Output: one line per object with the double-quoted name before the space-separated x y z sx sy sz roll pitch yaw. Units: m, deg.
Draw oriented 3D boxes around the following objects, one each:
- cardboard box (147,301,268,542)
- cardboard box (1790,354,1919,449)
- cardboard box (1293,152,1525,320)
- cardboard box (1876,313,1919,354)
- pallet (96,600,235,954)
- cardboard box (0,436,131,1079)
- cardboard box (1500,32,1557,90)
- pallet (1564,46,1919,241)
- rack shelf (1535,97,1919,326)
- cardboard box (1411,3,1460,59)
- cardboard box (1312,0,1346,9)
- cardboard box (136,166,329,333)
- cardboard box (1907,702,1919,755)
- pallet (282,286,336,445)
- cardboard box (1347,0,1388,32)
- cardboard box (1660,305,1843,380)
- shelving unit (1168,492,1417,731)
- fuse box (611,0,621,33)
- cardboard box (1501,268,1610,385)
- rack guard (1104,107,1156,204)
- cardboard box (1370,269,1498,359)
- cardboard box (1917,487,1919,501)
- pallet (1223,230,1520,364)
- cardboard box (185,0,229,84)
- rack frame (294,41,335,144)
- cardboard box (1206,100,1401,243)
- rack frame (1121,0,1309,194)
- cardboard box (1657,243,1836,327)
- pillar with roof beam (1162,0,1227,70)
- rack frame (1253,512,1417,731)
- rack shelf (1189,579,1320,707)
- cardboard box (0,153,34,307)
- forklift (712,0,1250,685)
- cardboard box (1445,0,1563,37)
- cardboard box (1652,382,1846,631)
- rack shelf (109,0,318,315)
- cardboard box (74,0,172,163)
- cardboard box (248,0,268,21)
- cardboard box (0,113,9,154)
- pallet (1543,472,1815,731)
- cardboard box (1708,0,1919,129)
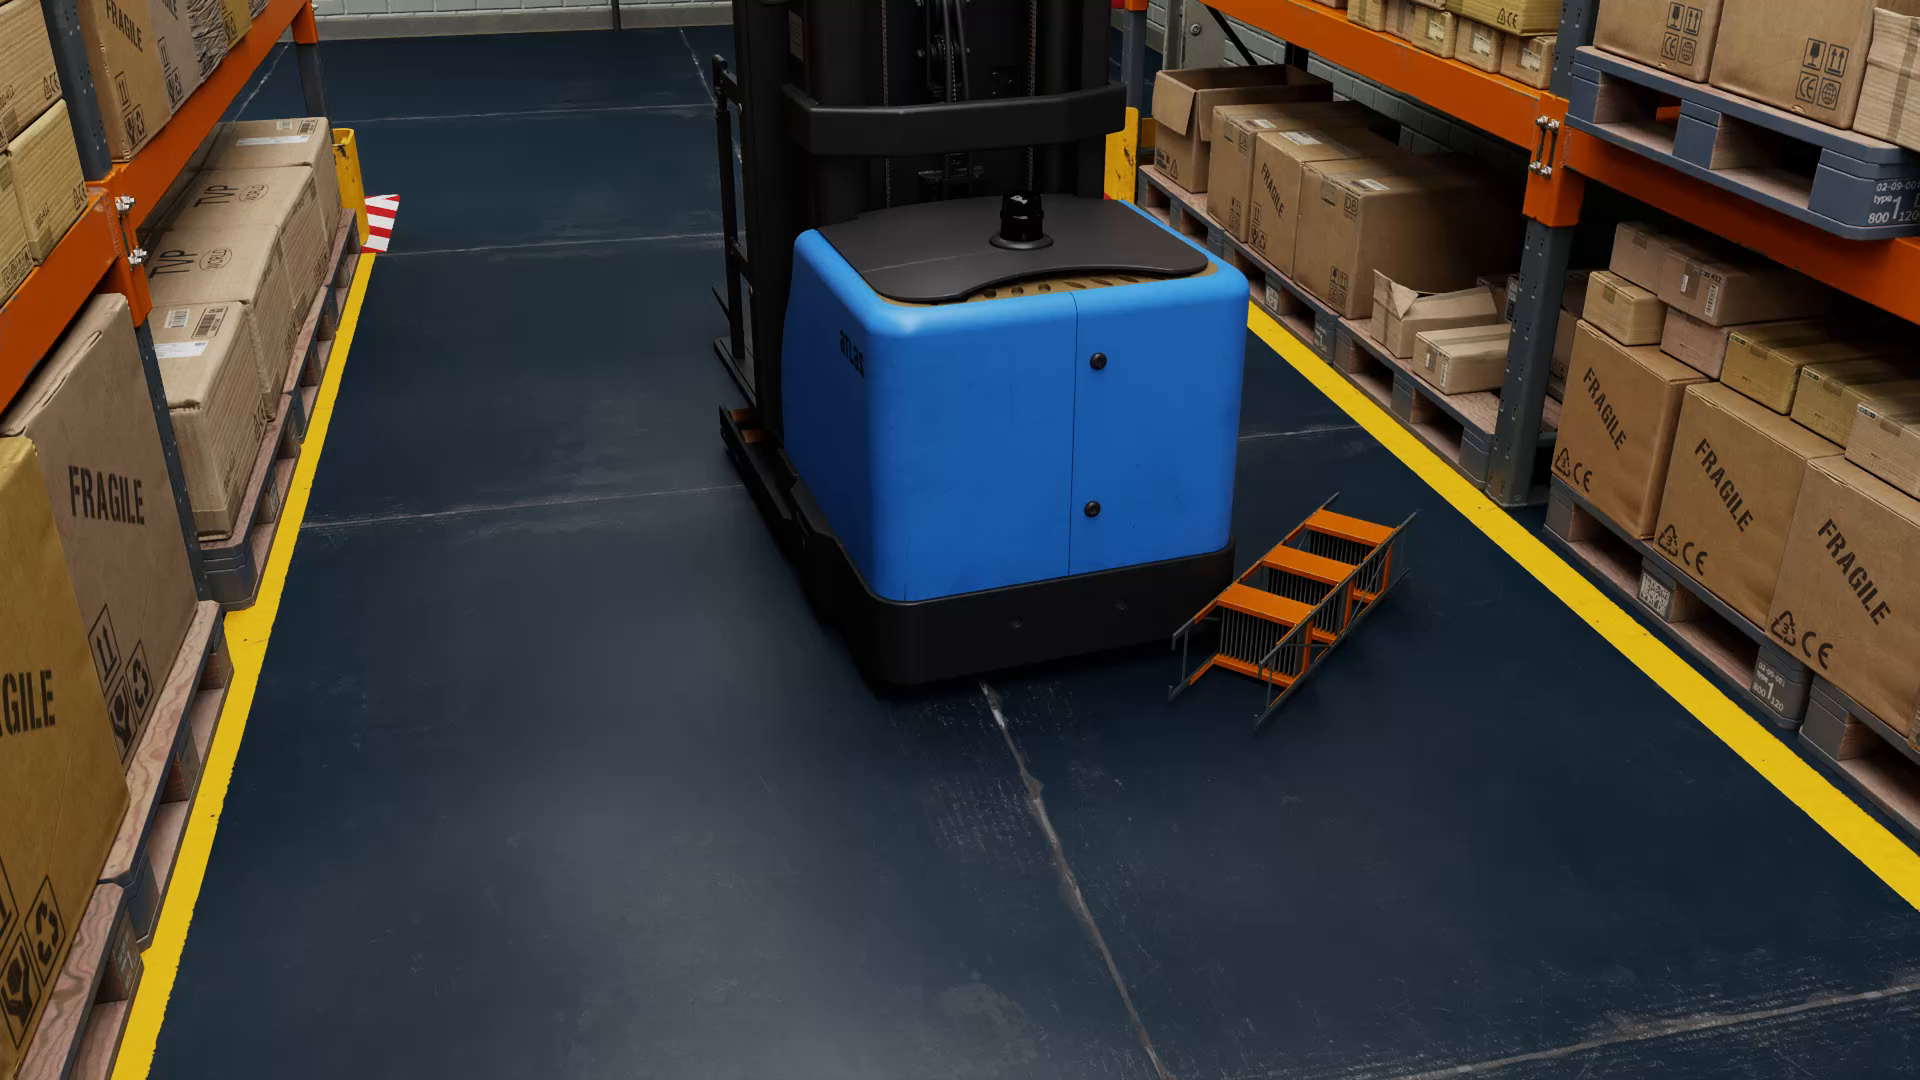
"cardboard box" -2.623 -0.338 4.967 0.875 0.438 0.875 -6 27 -12
"cardboard box" 2.353 -0.346 4.194 0.380 0.149 0.250 -6 27 -12
"cardboard box" 1.782 -1.228 6.661 0.700 0.500 0.500 -7 28 -14
"cardboard box" 2.741 -0.521 4.542 0.380 0.149 0.250 -6 27 -11
"pallet" -2.338 0.568 3.889 1.003 0.211 1.213 -6 27 -12
"cardboard box" -2.157 0.413 2.994 0.875 0.875 0.875 -5 27 -10
"cardboard box" 1.931 -1.515 5.202 0.380 0.149 0.250 -6 27 -11
"pallet" 2.323 -1.066 4.245 1.003 0.211 1.213 -6 27 -12
"rack shelf" 2.700 -0.314 3.342 1.077 0.370 4.000 -6 27 -12
"cardboard box" 1.769 -1.739 5.645 0.380 0.149 0.250 -5 27 -10
"cardboard box" 1.601 -2.195 6.548 0.380 0.149 0.250 -6 27 -12
"cardboard box" -3.027 -1.127 6.531 0.875 0.438 0.875 -5 27 -10
"cardboard box" 2.488 0.331 3.573 0.500 0.500 0.500 -7 28 -13
"pallet" -2.959 -0.641 6.286 1.003 0.211 1.213 -6 27 -12
"cardboard box" 1.652 -1.966 6.095 0.380 0.149 0.250 -6 27 -12
"cardboard box" 2.209 -0.576 4.651 0.380 0.149 0.250 -7 28 -13
"shelving unit" 0.948 0.171 4.640 0.252 0.215 1.050 17 32 31
"fuse box" -2.701 -4.811 12.882 0.539 1.711 0.414 -6 27 -12
"cardboard box" 2.331 -0.814 6.052 0.500 0.311 0.500 -5 27 -10
"rack guard" 1.365 -2.120 8.895 1.175 0.500 0.348 -6 27 -12
"cardboard box" 1.757 -0.852 6.176 0.396 0.266 0.258 -5 27 -10
"cardboard box" 2.426 -0.123 3.753 0.380 0.149 0.250 -5 27 -10
"pallet" 1.817 -1.106 7.208 1.003 0.211 1.213 -6 27 -12
"cardboard box" -2.652 -1.725 5.228 0.500 0.500 0.500 -6 27 -11
"rack frame" -3.487 -2.763 7.396 1.000 3.000 0.127 -6 27 -12
"cardboard box" 1.548 -1.683 7.564 0.700 0.500 0.500 -5 27 -9
"rack frame" 1.348 -3.269 8.398 1.000 3.000 0.127 -6 27 -12
"cardboard box" 2.176 -0.713 4.592 0.380 0.149 0.250 -7 28 -14
"pillar with roof beam" -2.576 -6.785 8.707 9.100 9.000 0.400 -6 27 -12
"rack frame" 1.049 0.202 4.578 0.008 0.200 1.050 17 32 31
"rack shelf" 0.784 0.277 4.428 0.240 0.215 0.259 17 32 31
"cardboard box" -2.125 -0.545 3.168 0.500 0.250 0.500 -6 27 -12
"forklift" -0.204 -1.575 5.118 1.130 2.935 3.031 -9 28 -17
"cardboard box" 1.897 -1.778 5.280 0.500 0.250 0.500 -5 27 -10
"cardboard box" 2.269 -0.117 4.460 0.500 0.500 0.500 -6 27 -12
"rack shelf" -3.037 -1.564 5.819 1.077 0.370 4.000 -6 27 -12
"cardboard box" -2.436 -1.285 4.355 0.500 0.500 0.500 -5 27 -10
"cardboard box" -2.897 -2.177 6.122 0.500 0.500 0.500 -5 27 -10
"cardboard box" -2.130 -0.776 3.070 0.500 0.250 0.500 -5 27 -10
"pallet" 2.470 0.085 4.847 1.003 0.211 1.213 -6 27 -12
"cardboard box" 2.257 -1.283 3.886 0.700 0.500 0.500 -6 27 -11
